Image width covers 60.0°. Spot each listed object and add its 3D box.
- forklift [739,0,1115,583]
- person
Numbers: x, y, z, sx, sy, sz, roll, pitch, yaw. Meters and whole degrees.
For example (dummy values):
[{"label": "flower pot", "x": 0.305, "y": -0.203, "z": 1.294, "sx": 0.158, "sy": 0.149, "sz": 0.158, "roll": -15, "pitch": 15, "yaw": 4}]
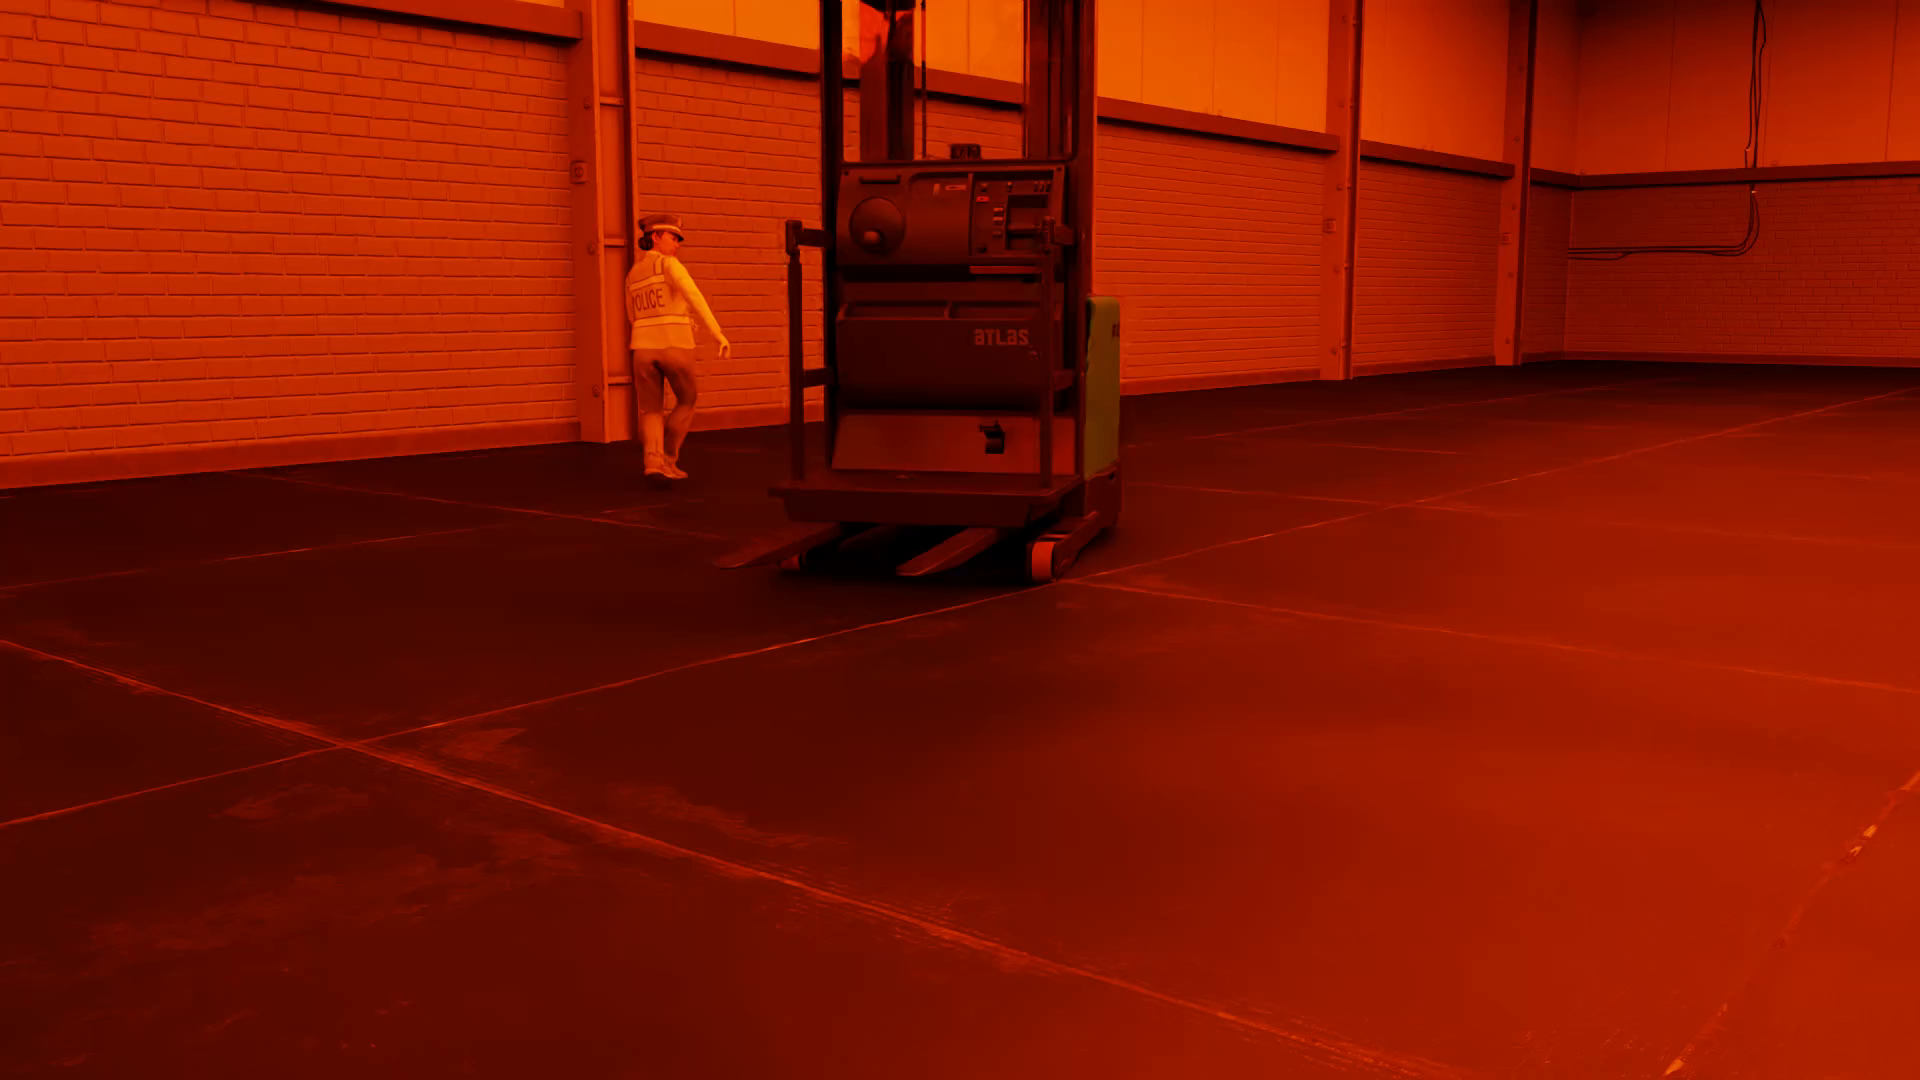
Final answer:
[{"label": "forklift", "x": -0.065, "y": -1.344, "z": 6.469, "sx": 1.130, "sy": 2.935, "sz": 3.031, "roll": 2, "pitch": 8, "yaw": 11}, {"label": "person", "x": -1.617, "y": -1.099, "z": 9.640, "sx": 0.801, "sy": 1.556, "sz": 0.788, "roll": 3, "pitch": 9, "yaw": 19}]
